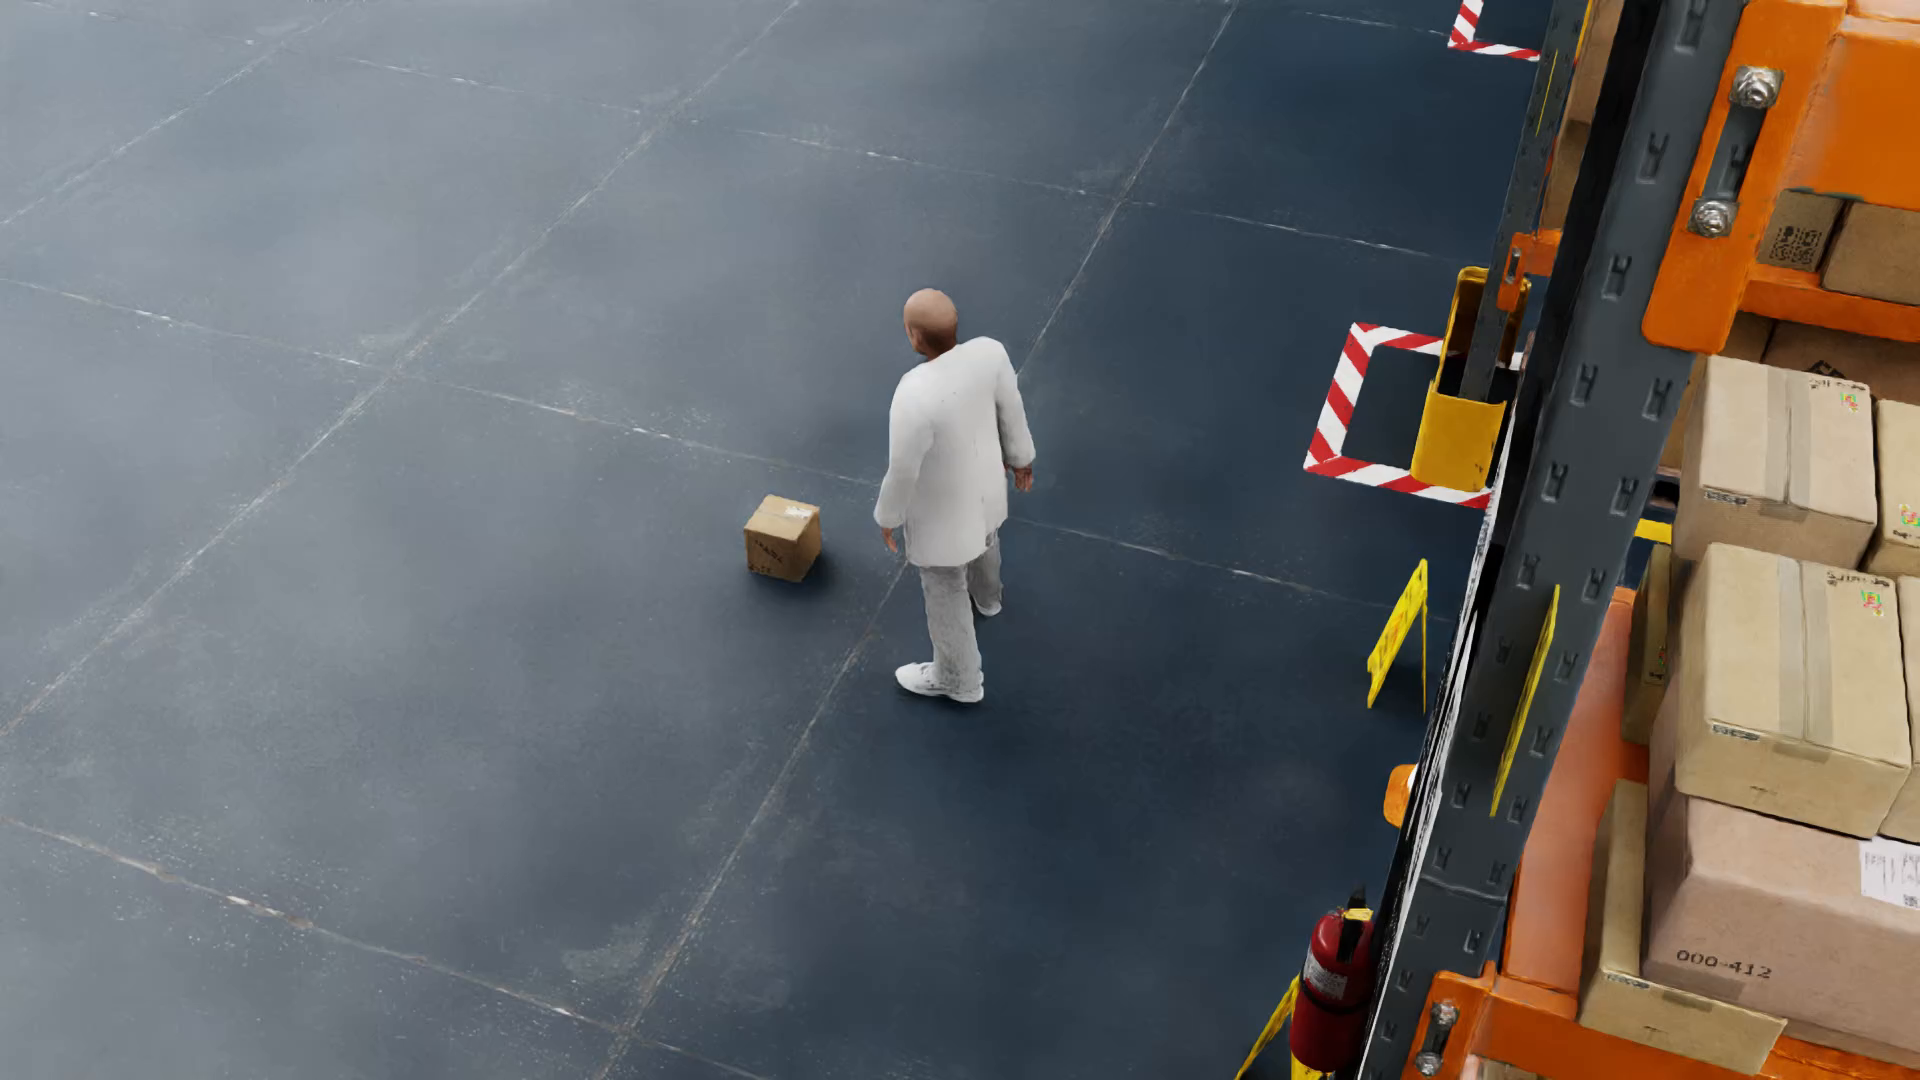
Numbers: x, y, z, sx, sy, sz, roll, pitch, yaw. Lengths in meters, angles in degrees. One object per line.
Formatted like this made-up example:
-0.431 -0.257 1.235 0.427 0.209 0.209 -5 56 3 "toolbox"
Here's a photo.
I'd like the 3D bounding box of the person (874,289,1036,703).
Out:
-0.043 -0.232 6.407 0.755 1.767 0.674 -31 50 -31 "person"
